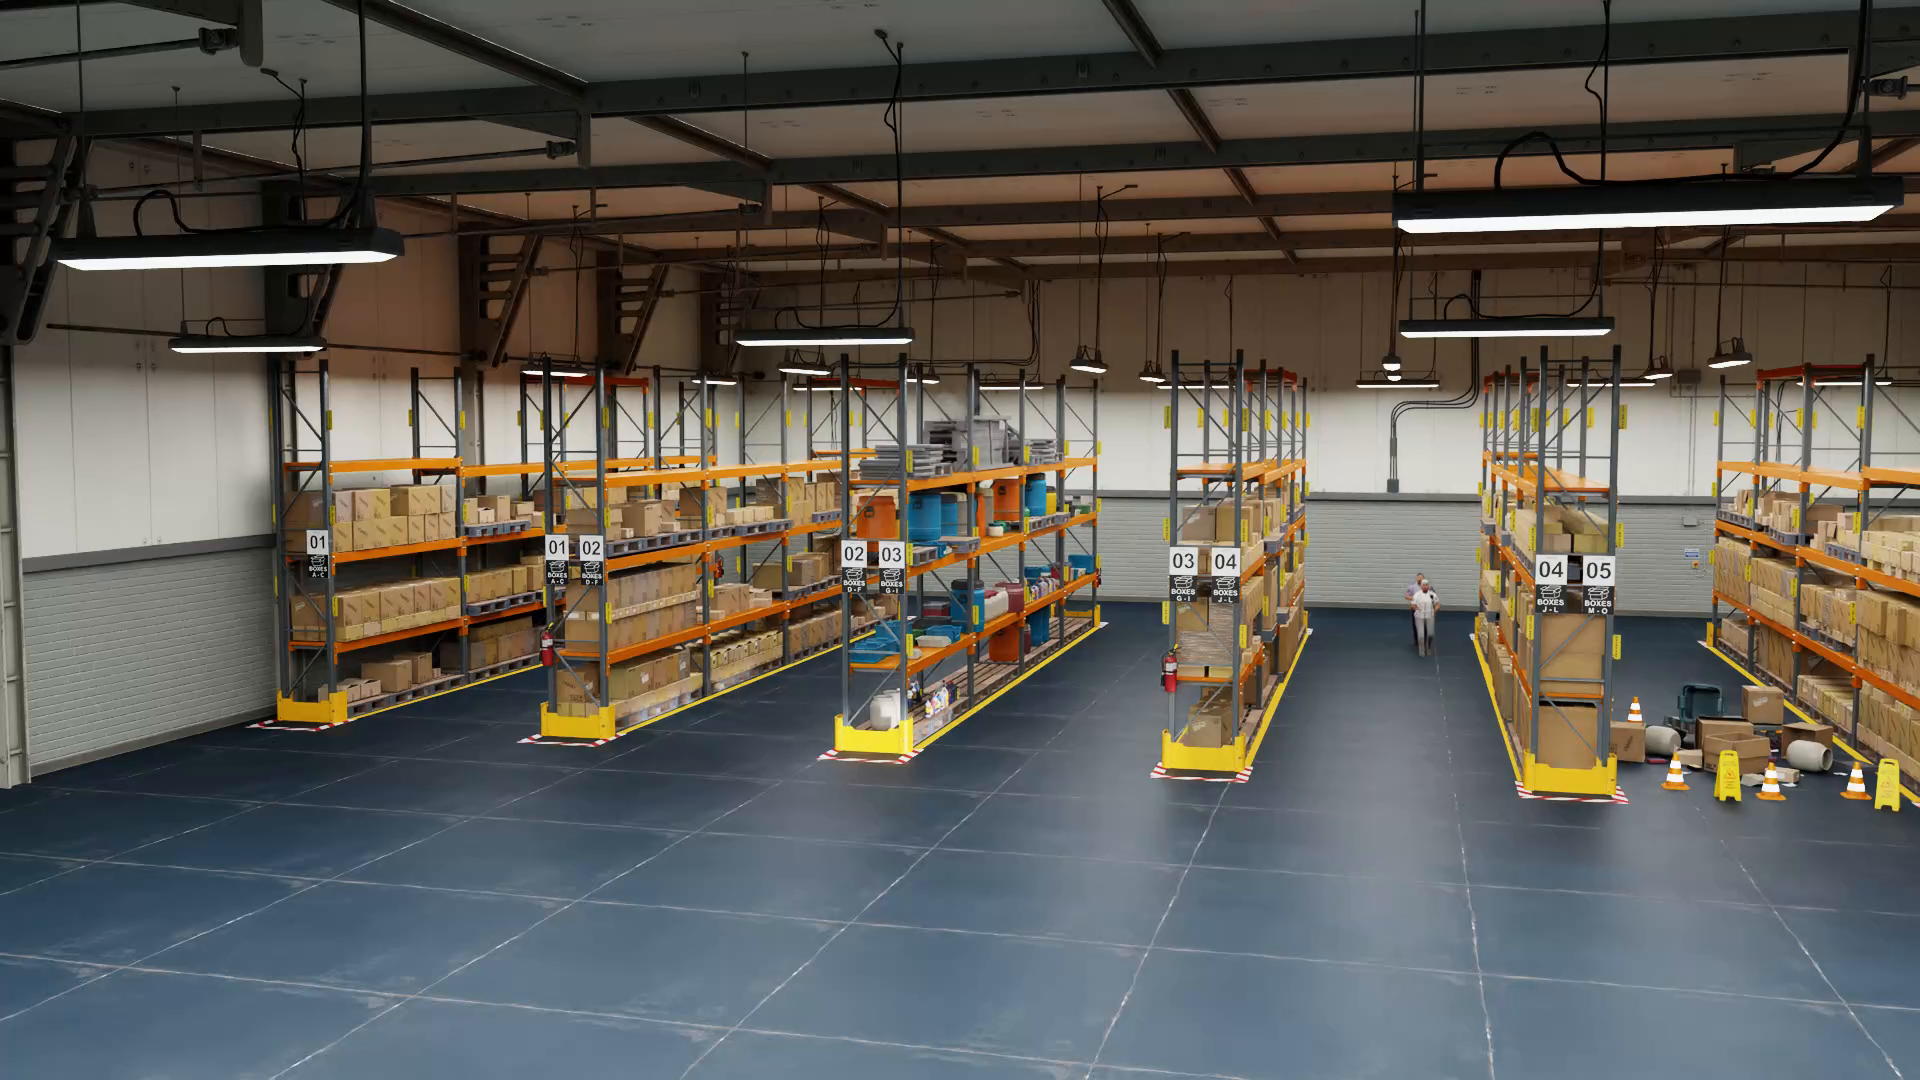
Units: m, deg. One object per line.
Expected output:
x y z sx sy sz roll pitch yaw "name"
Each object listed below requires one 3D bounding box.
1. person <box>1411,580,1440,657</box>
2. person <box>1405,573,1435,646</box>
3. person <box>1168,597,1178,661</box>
9.825 1.659 35.100 0.591 1.638 0.576 1 4 14 "person"
10.048 1.559 36.382 0.591 1.697 0.838 1 4 19 "person"
4.241 1.625 32.281 0.490 1.673 0.702 1 4 11 "person"
